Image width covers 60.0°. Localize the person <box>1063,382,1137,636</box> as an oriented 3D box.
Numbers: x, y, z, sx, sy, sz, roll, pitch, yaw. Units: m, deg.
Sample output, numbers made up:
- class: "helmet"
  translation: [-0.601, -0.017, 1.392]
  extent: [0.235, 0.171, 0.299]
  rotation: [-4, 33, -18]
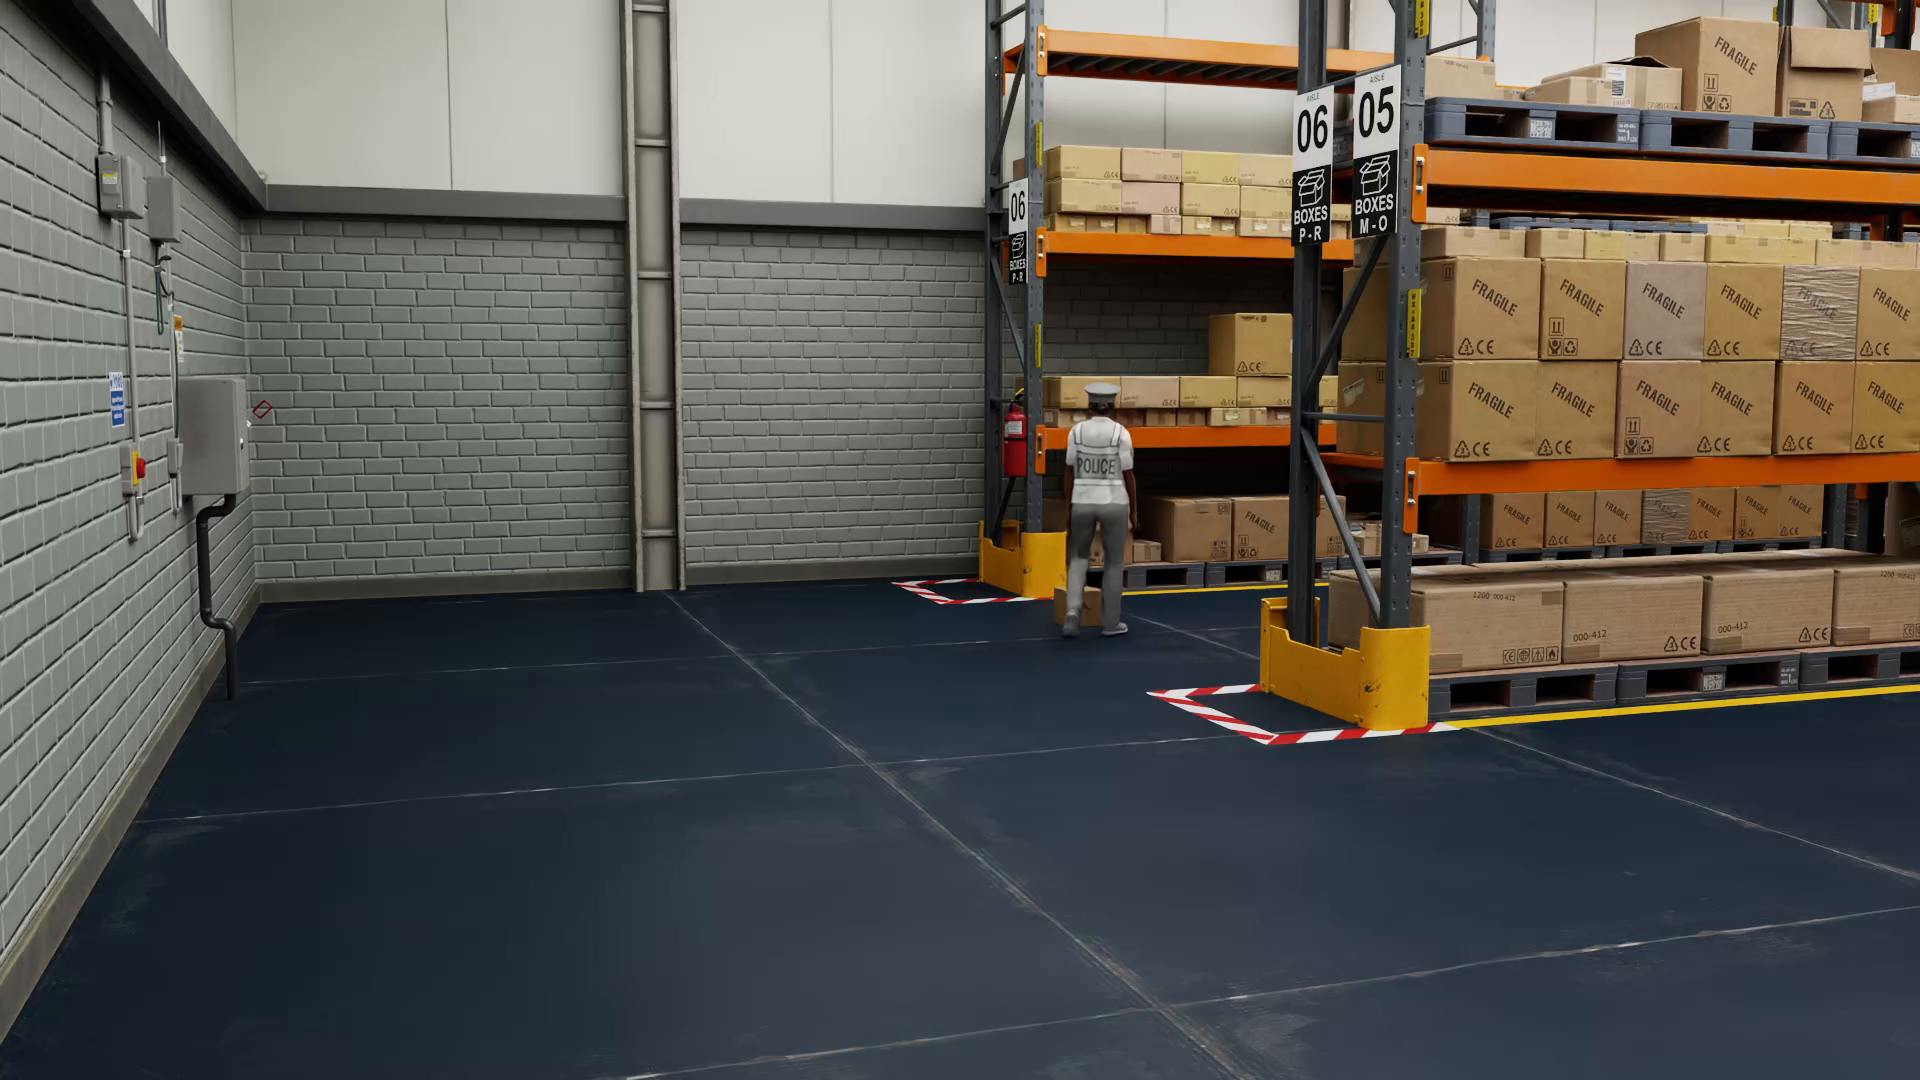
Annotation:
- class: "person"
  translation: [0.929, -0.187, 10.933]
  extent: [0.470, 1.701, 0.453]
  rotation: [2, 6, 17]
